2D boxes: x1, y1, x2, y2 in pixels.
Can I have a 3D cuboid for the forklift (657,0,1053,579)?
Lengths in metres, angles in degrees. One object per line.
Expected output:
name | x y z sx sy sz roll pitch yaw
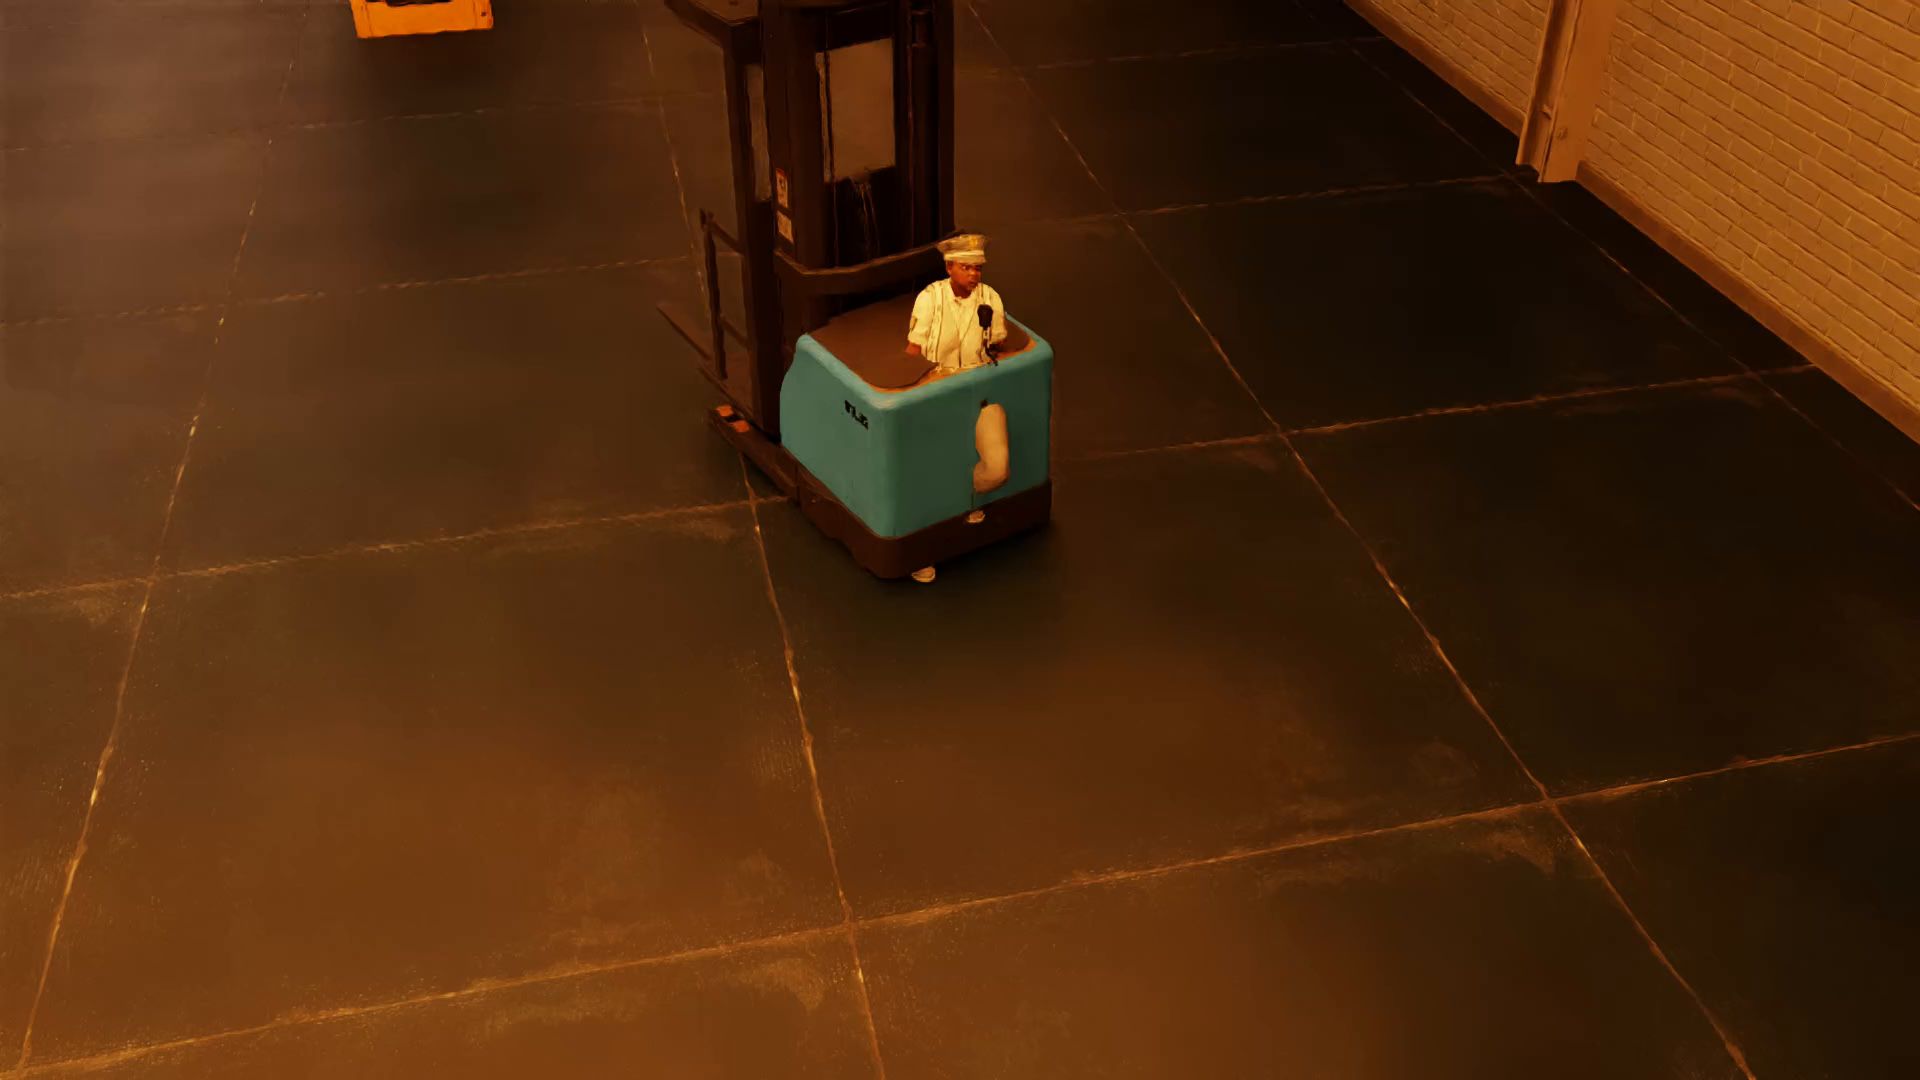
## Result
forklift | -0.756 -1.825 8.587 1.130 2.935 3.031 -21 41 -26

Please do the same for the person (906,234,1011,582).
person | -0.002 -0.649 7.997 0.570 1.695 0.558 -8 36 -11
